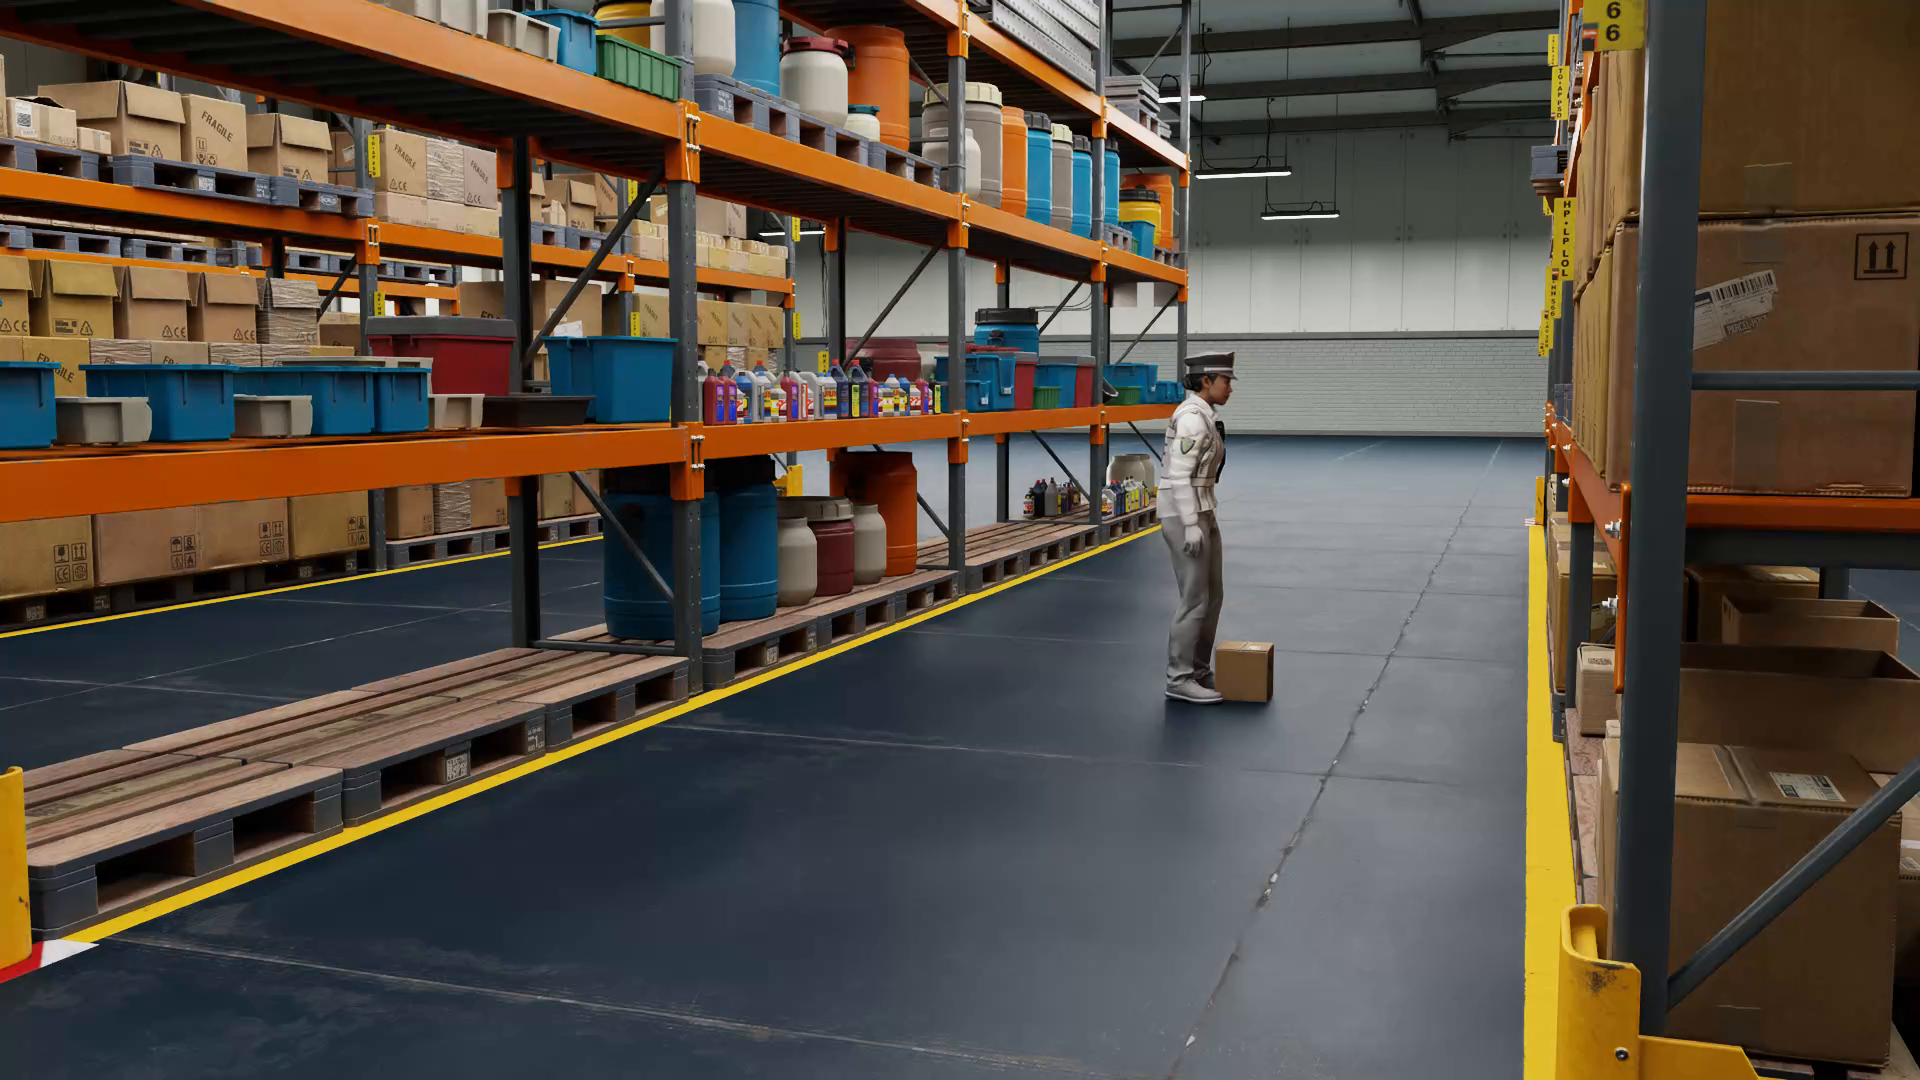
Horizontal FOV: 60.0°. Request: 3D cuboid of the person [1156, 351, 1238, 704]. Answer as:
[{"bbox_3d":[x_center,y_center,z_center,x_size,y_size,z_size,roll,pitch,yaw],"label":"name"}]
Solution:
[{"bbox_3d":[1.156,-0.074,8.025,0.407,1.662,0.528,2,6,19],"label":"person"}]
